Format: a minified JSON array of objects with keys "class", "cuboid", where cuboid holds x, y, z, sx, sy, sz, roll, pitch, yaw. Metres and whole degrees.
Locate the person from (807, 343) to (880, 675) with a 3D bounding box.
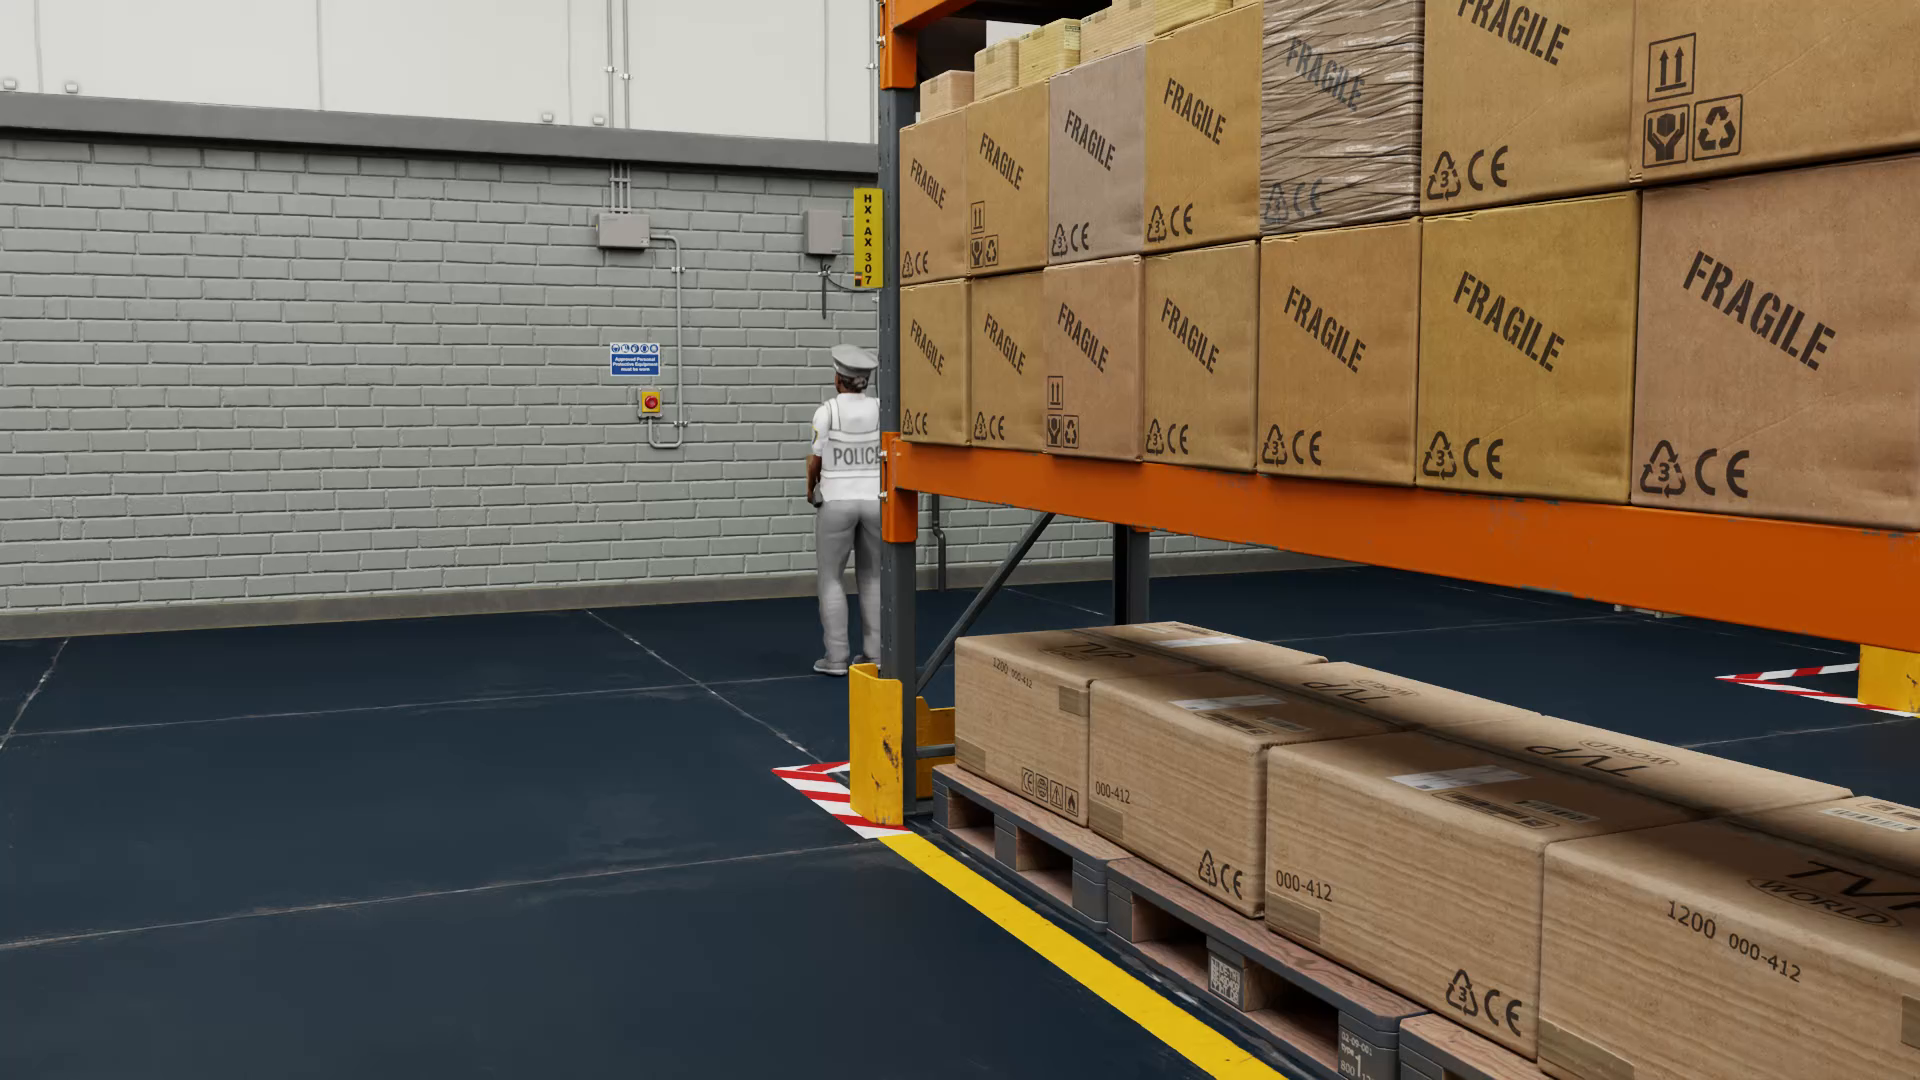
[{"class":"person","cuboid":[-0.573,-0.161,8.557,0.451,1.687,0.530,-2,6,-23]}]
